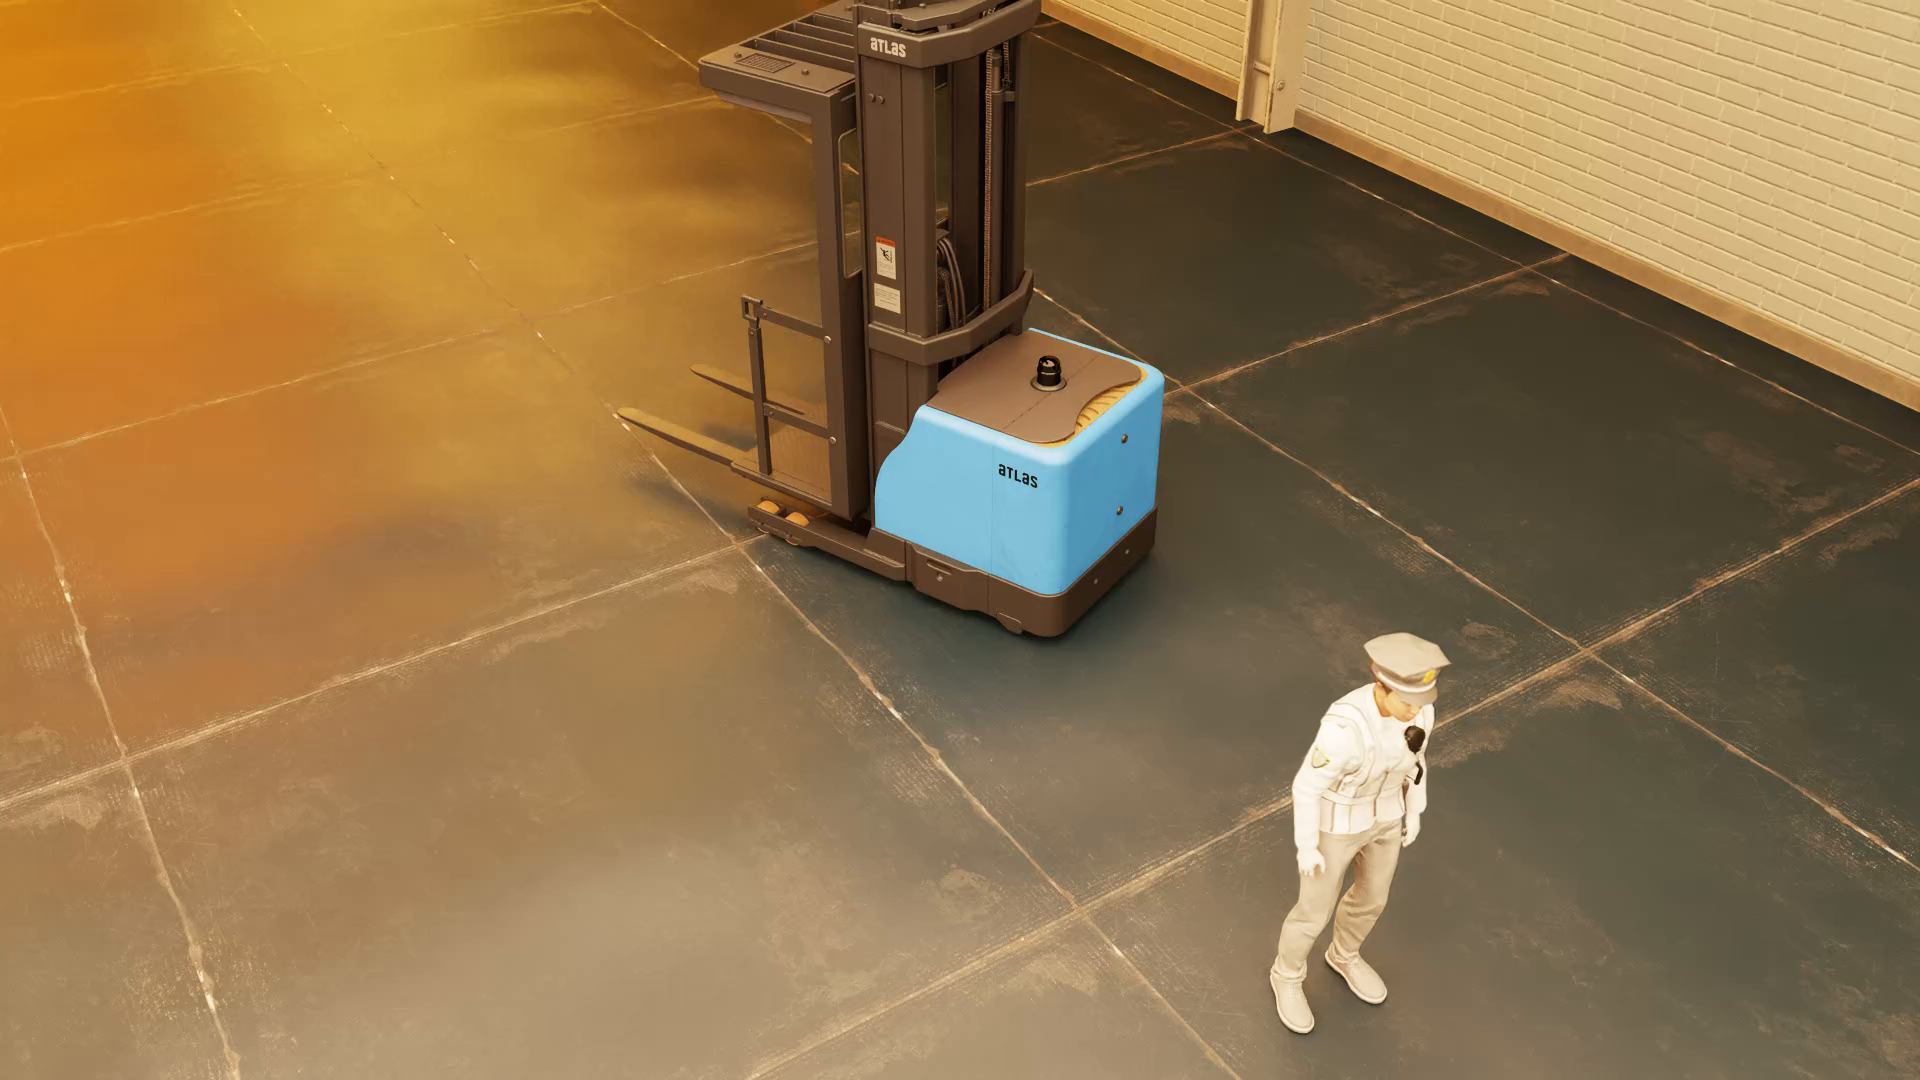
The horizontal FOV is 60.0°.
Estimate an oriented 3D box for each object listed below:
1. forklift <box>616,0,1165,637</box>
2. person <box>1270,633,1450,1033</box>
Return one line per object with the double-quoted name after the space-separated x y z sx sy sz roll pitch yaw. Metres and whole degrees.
-0.500 -1.399 8.138 3.031 2.935 1.130 22 41 28 "forklift"
1.394 1.001 5.826 0.529 1.664 0.376 -14 38 -20 "person"
